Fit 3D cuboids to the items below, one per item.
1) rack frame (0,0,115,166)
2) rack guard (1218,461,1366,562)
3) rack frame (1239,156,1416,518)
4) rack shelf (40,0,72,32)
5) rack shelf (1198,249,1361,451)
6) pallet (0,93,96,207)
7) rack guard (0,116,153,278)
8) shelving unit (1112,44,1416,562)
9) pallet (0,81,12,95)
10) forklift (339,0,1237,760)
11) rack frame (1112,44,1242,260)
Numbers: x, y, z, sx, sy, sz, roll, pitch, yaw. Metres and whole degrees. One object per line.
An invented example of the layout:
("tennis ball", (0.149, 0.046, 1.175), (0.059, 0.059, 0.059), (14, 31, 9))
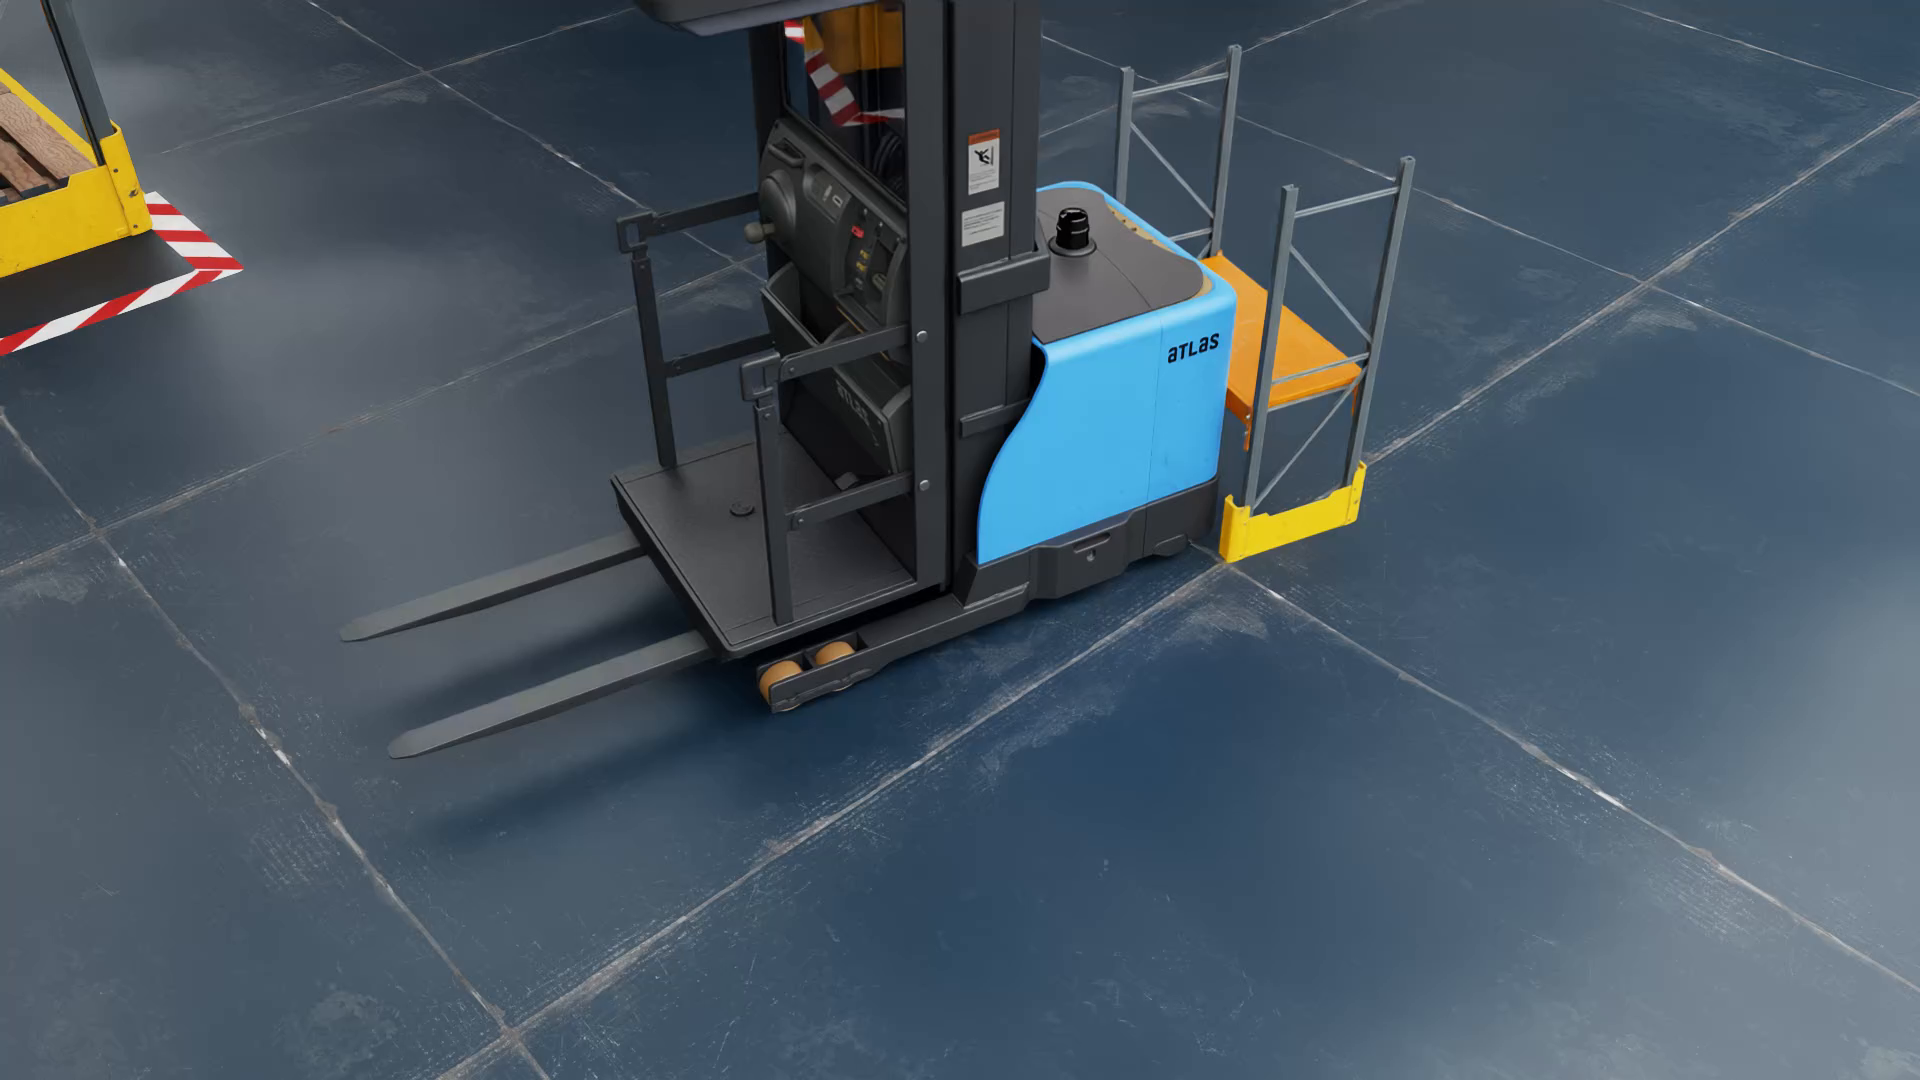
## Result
("rack frame", (-4.391, -2.513, 6.974), (1.000, 3.000, 0.127), (-30, 48, -32))
("rack guard", (1.238, -0.115, 6.193), (0.587, 0.250, 0.087), (-17, 42, -20))
("rack frame", (1.246, -0.590, 5.787), (0.500, 1.500, 0.032), (-17, 42, -20))
("rack shelf", (-5.744, -3.159, 8.346), (1.077, 0.370, 4.000), (-30, 48, -32))
("rack shelf", (1.025, -0.737, 6.256), (0.538, 0.185, 1.000), (-17, 42, -20))
("pallet", (-5.023, -1.822, 8.337), (1.003, 0.211, 1.213), (-30, 48, -32))
("rack guard", (-4.477, -1.556, 7.778), (1.175, 0.500, 0.348), (-30, 48, -32))
("shelving unit", (1.021, -0.883, 6.149), (0.587, 1.500, 1.083), (-17, 42, -20))
("pallet", (-5.844, -2.386, 9.036), (1.003, 0.211, 1.213), (-30, 48, -32))
("forklift", (-0.583, -0.951, 5.095), (3.031, 2.935, 1.130), (-20, 43, -23))
("rack frame", (0.803, -1.165, 6.499), (0.500, 1.500, 0.032), (-17, 42, -20))
